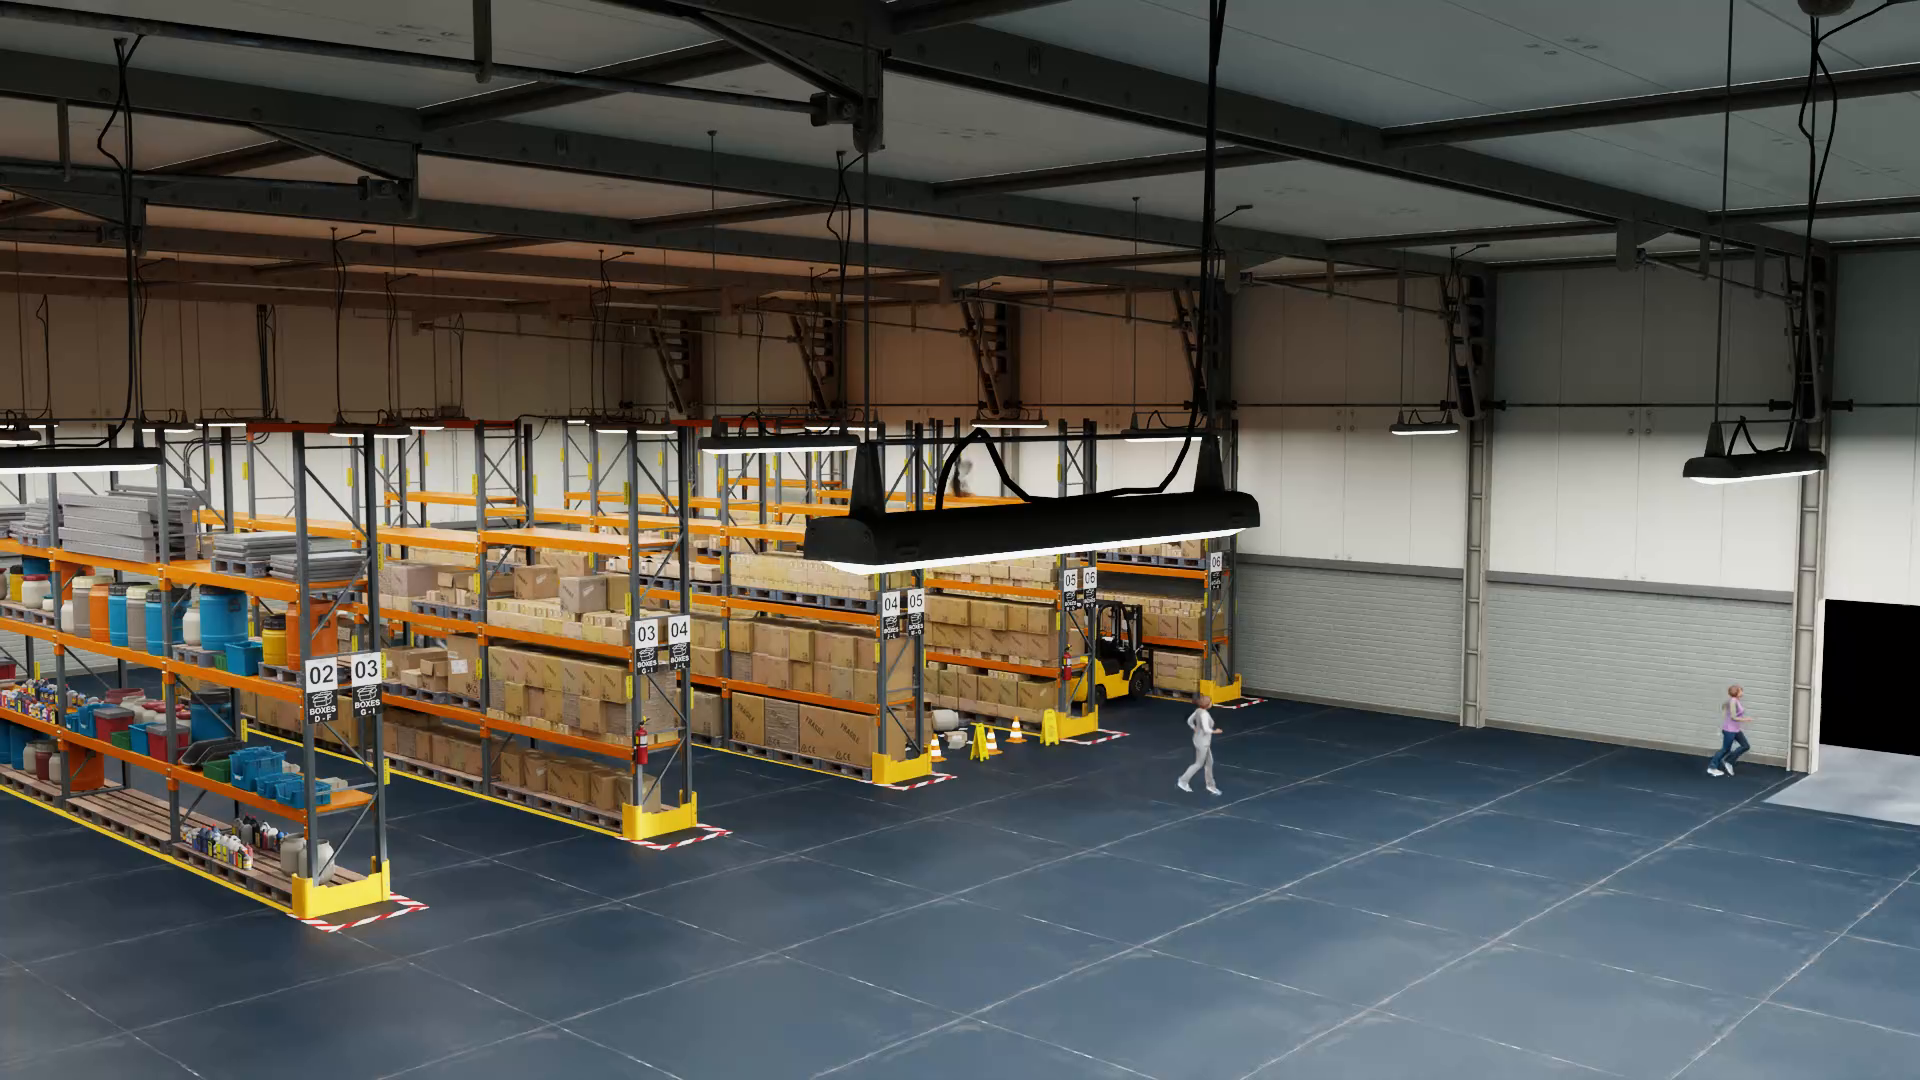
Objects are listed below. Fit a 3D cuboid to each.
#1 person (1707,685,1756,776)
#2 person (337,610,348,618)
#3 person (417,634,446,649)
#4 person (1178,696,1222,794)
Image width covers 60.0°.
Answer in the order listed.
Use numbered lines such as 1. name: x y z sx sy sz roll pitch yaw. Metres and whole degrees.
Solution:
1. person: 13.097 3.223 28.191 0.717 1.556 0.528 3 6 35
2. person: -14.263 2.397 37.872 0.825 1.654 0.608 -2 5 -19
3. person: -12.834 2.273 40.262 0.870 1.612 0.763 1 5 10
4. person: 3.890 3.338 26.936 0.752 1.623 0.560 0 5 -3
